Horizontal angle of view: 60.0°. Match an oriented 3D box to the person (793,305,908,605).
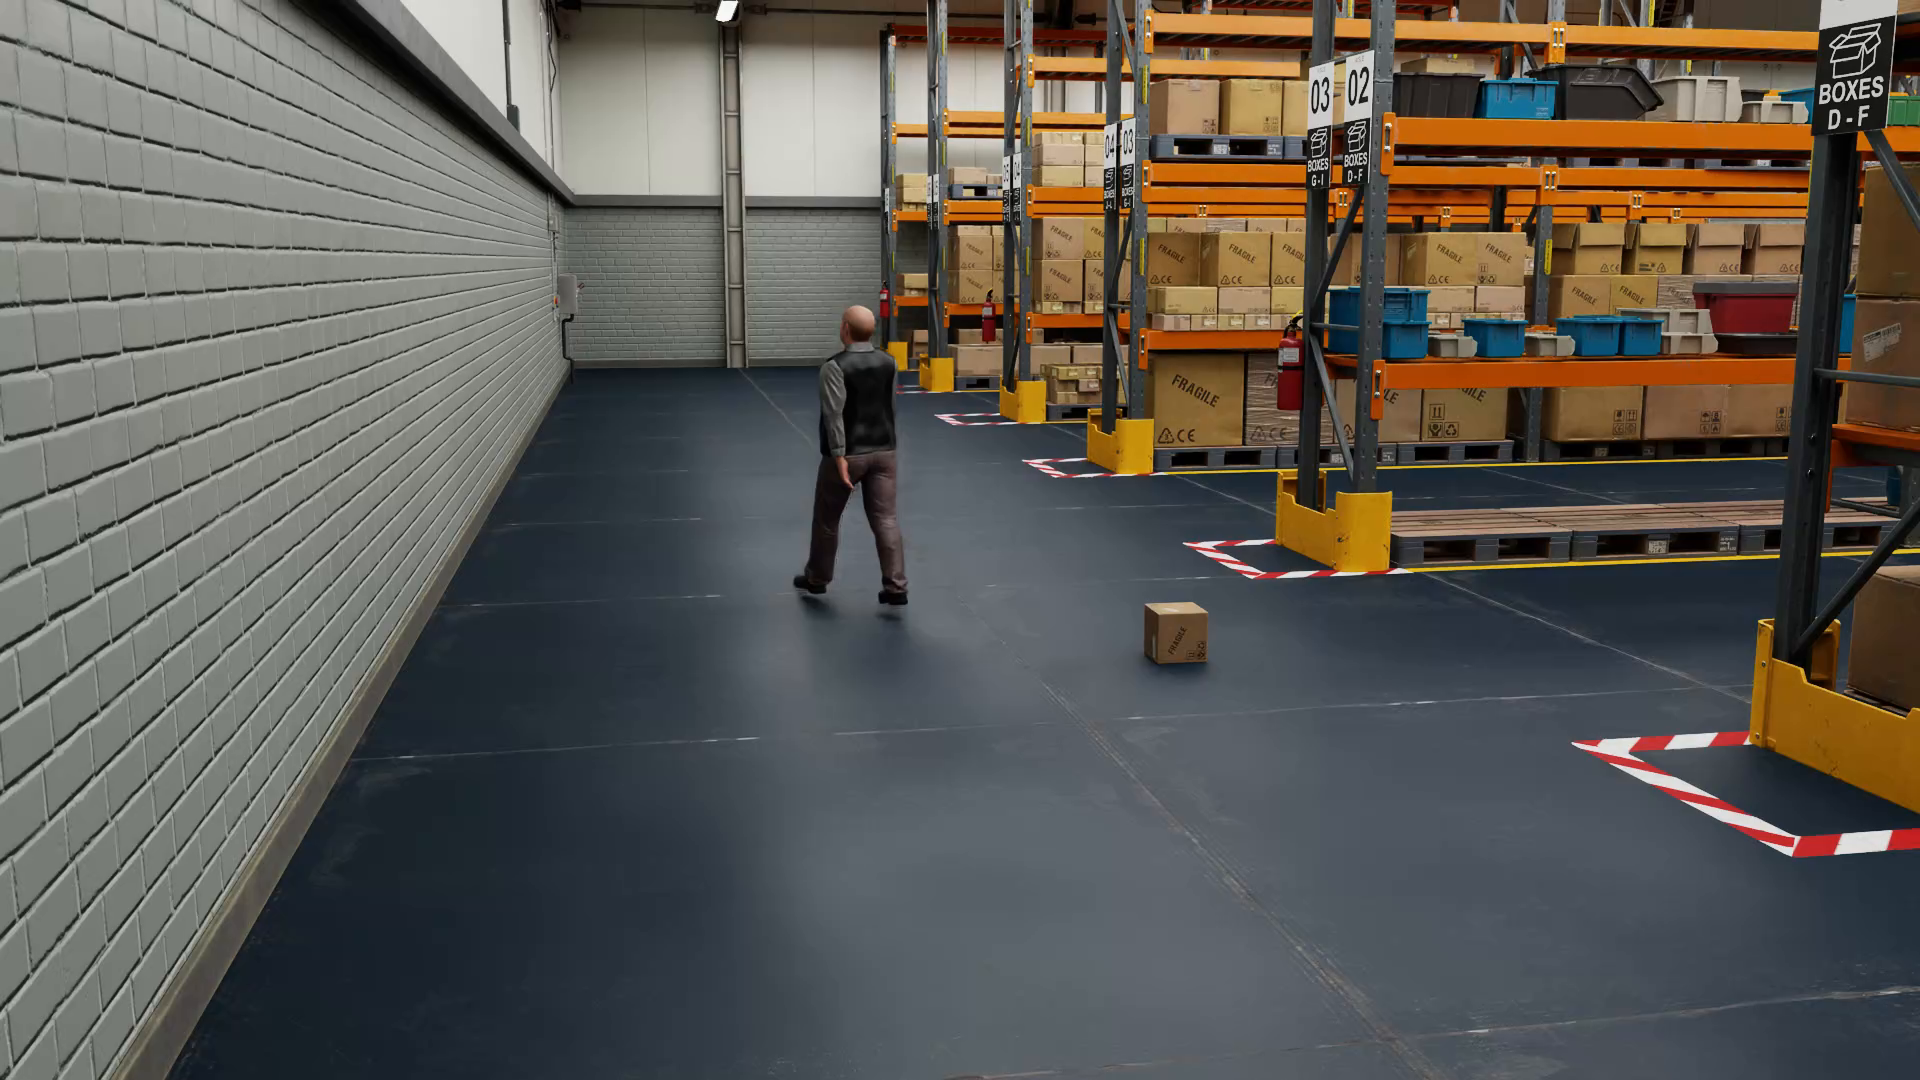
[{"bbox_3d":[-0.596,-0.485,9.386,0.533,1.667,1.040,-5,11,-29],"label":"person"}]
